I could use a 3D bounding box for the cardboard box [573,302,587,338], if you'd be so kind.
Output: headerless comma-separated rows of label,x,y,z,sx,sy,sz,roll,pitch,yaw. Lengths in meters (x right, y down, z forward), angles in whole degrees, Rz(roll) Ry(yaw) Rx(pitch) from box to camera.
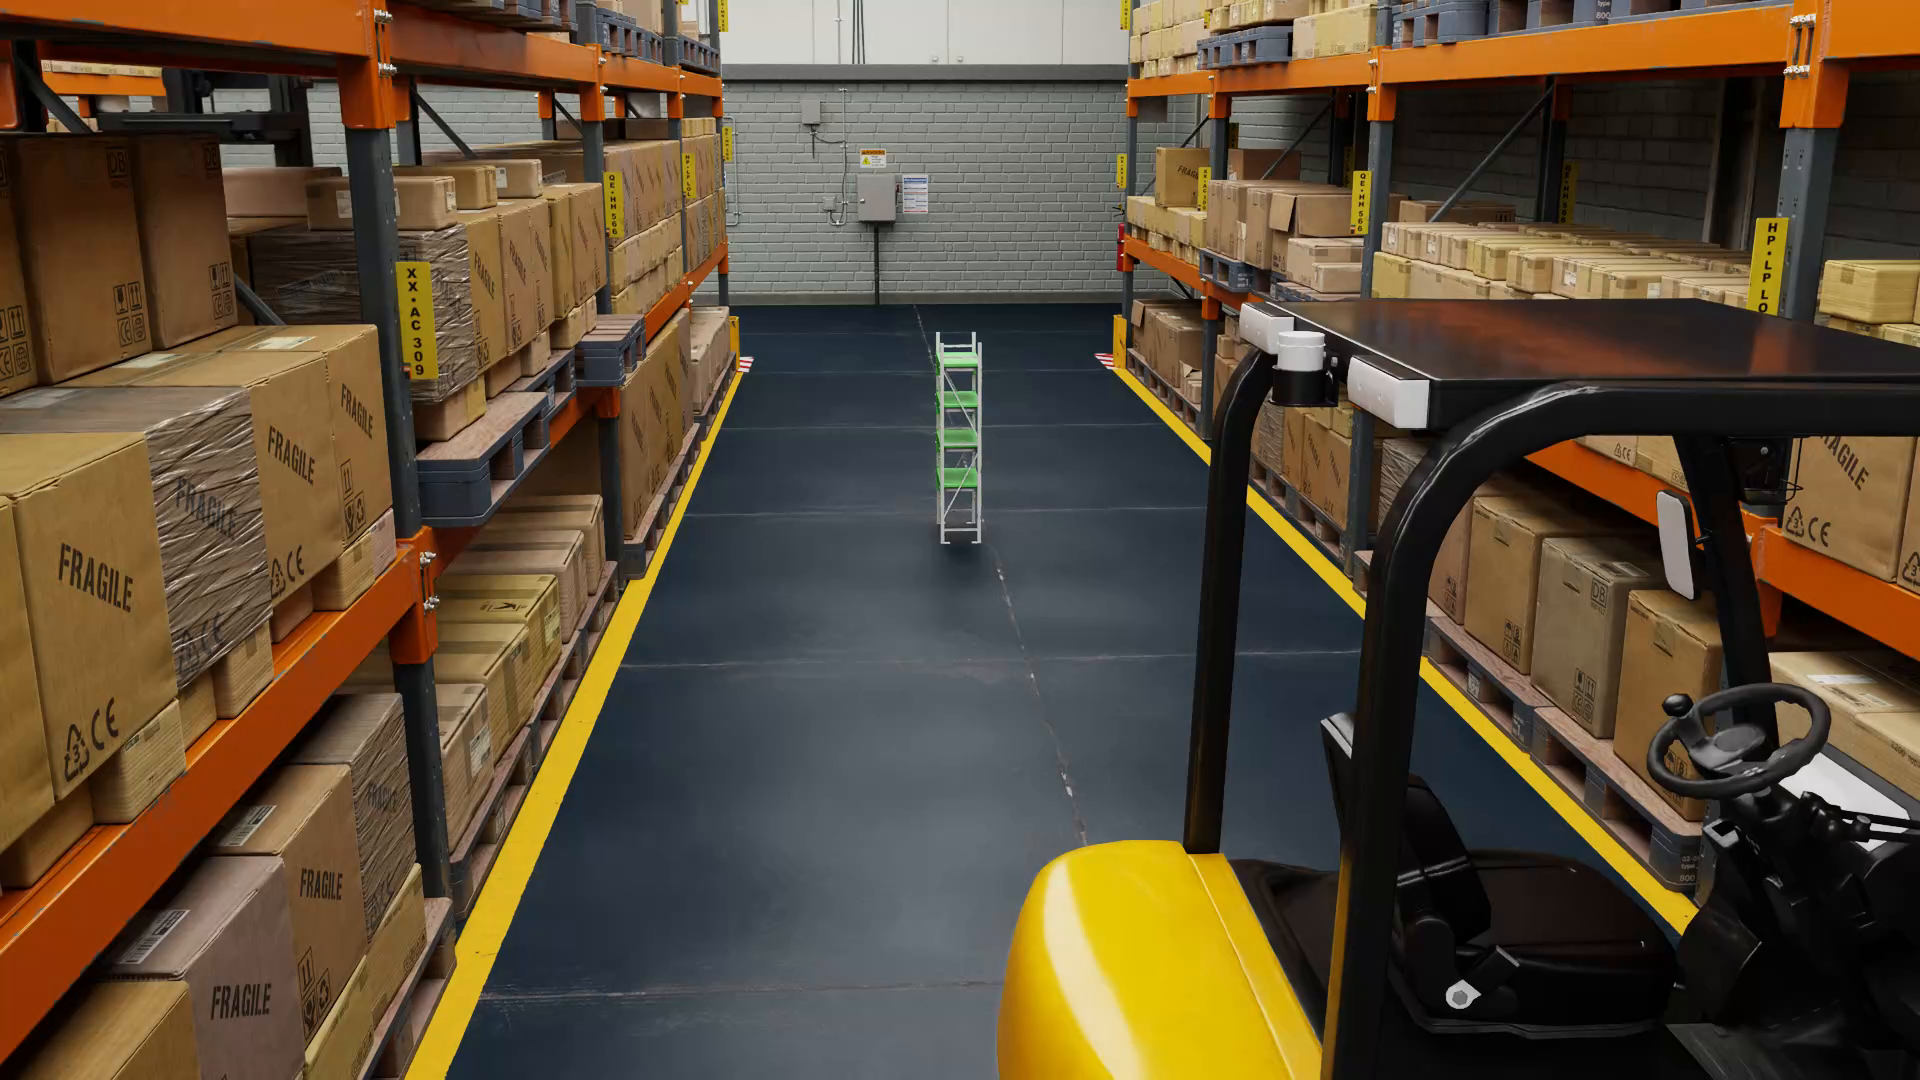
cardboard box,-1.898,-0.991,7.520,0.380,0.149,0.250,-2,15,-6

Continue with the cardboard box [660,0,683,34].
cardboard box,-2.385,-4.075,12.580,0.500,0.500,0.500,-1,14,-2

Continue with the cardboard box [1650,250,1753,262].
cardboard box,3.036,-1.094,6.754,0.380,0.149,0.250,-1,14,-3

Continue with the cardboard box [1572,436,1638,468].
cardboard box,2.562,-0.434,5.994,0.500,0.250,0.500,-1,14,-4

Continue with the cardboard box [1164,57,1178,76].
cardboard box,1.954,-4.048,14.225,0.380,0.149,0.250,-1,14,-2

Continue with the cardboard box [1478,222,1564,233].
cardboard box,2.866,-1.540,8.489,0.380,0.149,0.250,0,14,-2

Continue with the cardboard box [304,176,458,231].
cardboard box,-1.739,-1.015,5.010,0.380,0.149,0.250,-1,14,-4

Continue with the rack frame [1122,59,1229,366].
rack frame,2.148,-3.245,16.618,1.000,3.000,0.127,-1,14,-3

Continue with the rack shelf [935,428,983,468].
rack shelf,-0.010,-0.560,10.053,0.258,0.148,0.480,-1,14,-3

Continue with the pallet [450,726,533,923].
pallet,-2.112,0.974,5.817,1.003,0.211,1.213,-1,14,-3

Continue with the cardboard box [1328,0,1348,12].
cardboard box,2.335,-3.104,9.553,0.380,0.149,0.250,-1,14,-3

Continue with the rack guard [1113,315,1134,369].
rack guard,2.153,-2.015,16.856,1.175,0.500,0.348,-1,14,-3

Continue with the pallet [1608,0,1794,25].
pallet,2.824,-1.840,5.520,0.805,0.209,1.217,-1,15,-6

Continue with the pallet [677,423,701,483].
pallet,-2.435,-0.631,12.056,1.003,0.211,1.213,-1,14,-3

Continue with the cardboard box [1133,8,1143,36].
cardboard box,1.925,-4.897,15.719,0.500,0.250,0.500,-1,14,-4

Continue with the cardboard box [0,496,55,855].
cardboard box,-1.635,0.242,2.268,0.500,0.500,0.500,-1,14,-5

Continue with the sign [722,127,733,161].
sign,-2.263,-3.848,16.161,0.100,0.325,0.005,-1,14,-3

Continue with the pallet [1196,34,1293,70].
pallet,2.366,-3.448,11.766,1.213,0.211,1.003,-1,14,-3

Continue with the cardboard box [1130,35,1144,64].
cardboard box,1.903,-4.654,15.780,0.500,0.250,0.500,-1,14,-4

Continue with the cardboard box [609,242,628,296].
cardboard box,-2.095,-1.477,9.044,0.500,0.250,0.500,-1,14,-4

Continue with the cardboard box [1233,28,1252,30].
cardboard box,2.112,-3.626,11.540,0.380,0.149,0.250,-1,14,-3

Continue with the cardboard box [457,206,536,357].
cardboard box,-1.854,-0.947,6.048,0.500,0.500,0.500,-1,14,-4

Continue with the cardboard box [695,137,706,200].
cardboard box,-2.391,-3.081,13.772,0.500,0.500,0.500,-1,14,-2

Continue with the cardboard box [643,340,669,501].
cardboard box,-2.321,-0.747,10.331,0.875,0.875,0.875,-1,14,-3

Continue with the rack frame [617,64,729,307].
rack frame,-2.806,-3.167,16.316,1.000,3.000,0.127,-1,14,-3

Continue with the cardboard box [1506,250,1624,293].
cardboard box,2.446,-1.087,6.727,0.380,0.149,0.250,-1,14,-5

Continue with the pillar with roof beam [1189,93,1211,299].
pillar with roof beam,-1.416,-6.768,18.272,9.100,9.000,0.400,-1,14,-3

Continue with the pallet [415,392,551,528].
pallet,-1.965,-0.282,5.488,1.003,0.211,1.213,-1,14,-3

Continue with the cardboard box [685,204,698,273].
cardboard box,-2.326,-2.342,12.907,0.500,0.500,0.500,0,14,-2

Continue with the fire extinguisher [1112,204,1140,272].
fire extinguisher,1.678,-3.056,16.788,0.296,0.674,0.183,-1,14,-3

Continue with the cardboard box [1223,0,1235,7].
cardboard box,2.038,-3.767,11.491,0.380,0.149,0.250,-1,14,-4

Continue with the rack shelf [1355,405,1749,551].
rack shelf,2.768,-0.409,7.041,1.077,0.370,4.000,-1,14,-3

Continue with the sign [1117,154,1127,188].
sign,1.606,-3.656,16.477,0.100,0.325,0.005,-1,14,-3

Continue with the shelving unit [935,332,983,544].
shelving unit,-0.010,-0.622,10.037,0.258,1.200,0.503,-1,14,-3

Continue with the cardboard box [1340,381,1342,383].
cardboard box,2.353,-0.943,10.543,0.380,0.149,0.250,-1,14,-4

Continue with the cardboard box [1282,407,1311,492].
cardboard box,2.347,-0.605,10.530,0.500,0.500,0.500,0,14,-1

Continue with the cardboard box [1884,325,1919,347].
cardboard box,2.666,-0.475,4.351,0.380,0.149,0.250,-1,14,-2

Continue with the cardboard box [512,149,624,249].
cardboard box,-2.097,-1.837,8.938,0.500,0.500,0.500,-1,14,-5

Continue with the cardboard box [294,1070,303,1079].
cardboard box,-1.688,1.347,3.446,0.500,0.250,0.500,-1,14,-3

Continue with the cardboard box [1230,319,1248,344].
cardboard box,2.216,-1.544,12.281,0.380,0.149,0.250,-2,15,-6

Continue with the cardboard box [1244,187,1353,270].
cardboard box,2.283,-2.054,10.946,0.700,0.500,0.500,-1,14,-4

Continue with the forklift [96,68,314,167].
forklift,-5.047,-1.871,11.415,1.130,2.935,3.031,0,14,-1

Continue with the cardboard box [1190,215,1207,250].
cardboard box,2.121,-2.444,13.210,0.500,0.250,0.500,-1,14,-2

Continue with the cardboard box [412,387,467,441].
cardboard box,-1.781,-0.407,5.249,0.380,0.149,0.250,-1,14,-3

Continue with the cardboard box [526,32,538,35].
cardboard box,-2.262,-2.443,7.280,0.700,0.500,0.500,-1,14,-3

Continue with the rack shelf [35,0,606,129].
rack shelf,-2.186,-1.784,6.366,1.077,0.370,4.000,-1,14,-3

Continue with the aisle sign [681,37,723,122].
aisle sign,-2.501,-4.449,16.080,0.394,0.787,0.004,-1,14,-3

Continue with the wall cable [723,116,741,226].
wall cable,-3.179,-5.076,21.635,0.585,1.953,0.123,-1,14,-3

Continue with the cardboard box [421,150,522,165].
cardboard box,-2.603,-1.835,8.930,0.500,0.500,0.500,-1,14,-5

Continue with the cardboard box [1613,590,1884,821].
cardboard box,2.848,0.557,5.766,0.875,0.625,0.625,0,14,-1

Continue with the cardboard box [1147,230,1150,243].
cardboard box,1.962,-2.846,15.572,0.380,0.149,0.250,0,14,-2

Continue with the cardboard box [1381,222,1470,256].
cardboard box,2.369,-1.534,8.466,0.380,0.149,0.250,0,14,-2

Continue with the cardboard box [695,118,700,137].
cardboard box,-2.394,-3.481,14.026,0.380,0.149,0.250,-1,14,-3

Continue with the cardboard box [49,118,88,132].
cardboard box,-7.325,-3.118,13.321,0.500,0.500,0.500,-1,14,-3

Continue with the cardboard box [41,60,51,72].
cardboard box,-7.298,-3.695,12.647,0.500,0.250,0.500,-1,14,-4

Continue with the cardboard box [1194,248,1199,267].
cardboard box,2.086,-2.268,13.326,0.380,0.149,0.250,0,14,-2

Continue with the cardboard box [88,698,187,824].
cardboard box,-1.634,0.394,2.978,0.380,0.149,0.250,-1,14,-3

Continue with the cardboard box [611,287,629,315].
cardboard box,-2.089,-1.231,9.090,0.500,0.250,0.500,-1,14,-4
